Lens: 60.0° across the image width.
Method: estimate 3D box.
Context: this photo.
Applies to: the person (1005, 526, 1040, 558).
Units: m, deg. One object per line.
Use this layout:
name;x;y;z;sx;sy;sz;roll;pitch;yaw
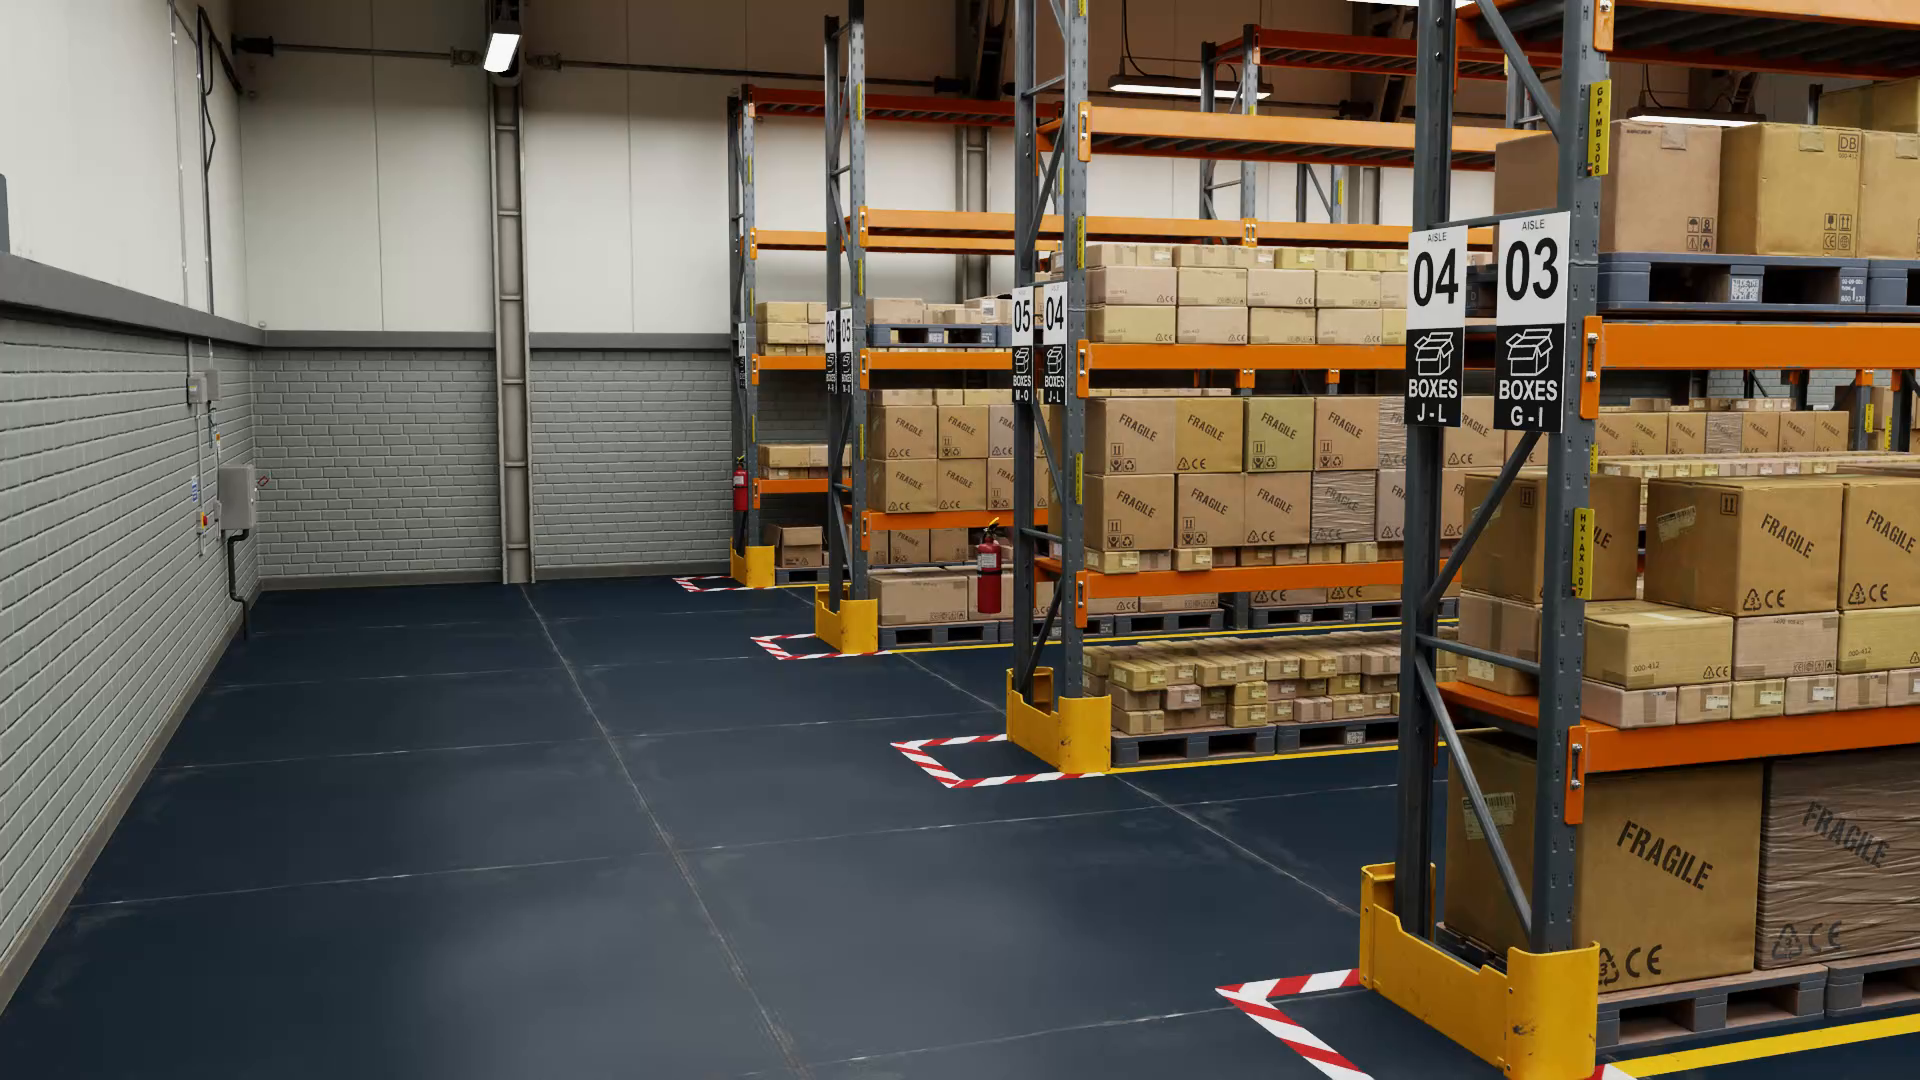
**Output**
person;0.732;-0.039;19.494;0.426;1.390;0.478;-2;6;-17
